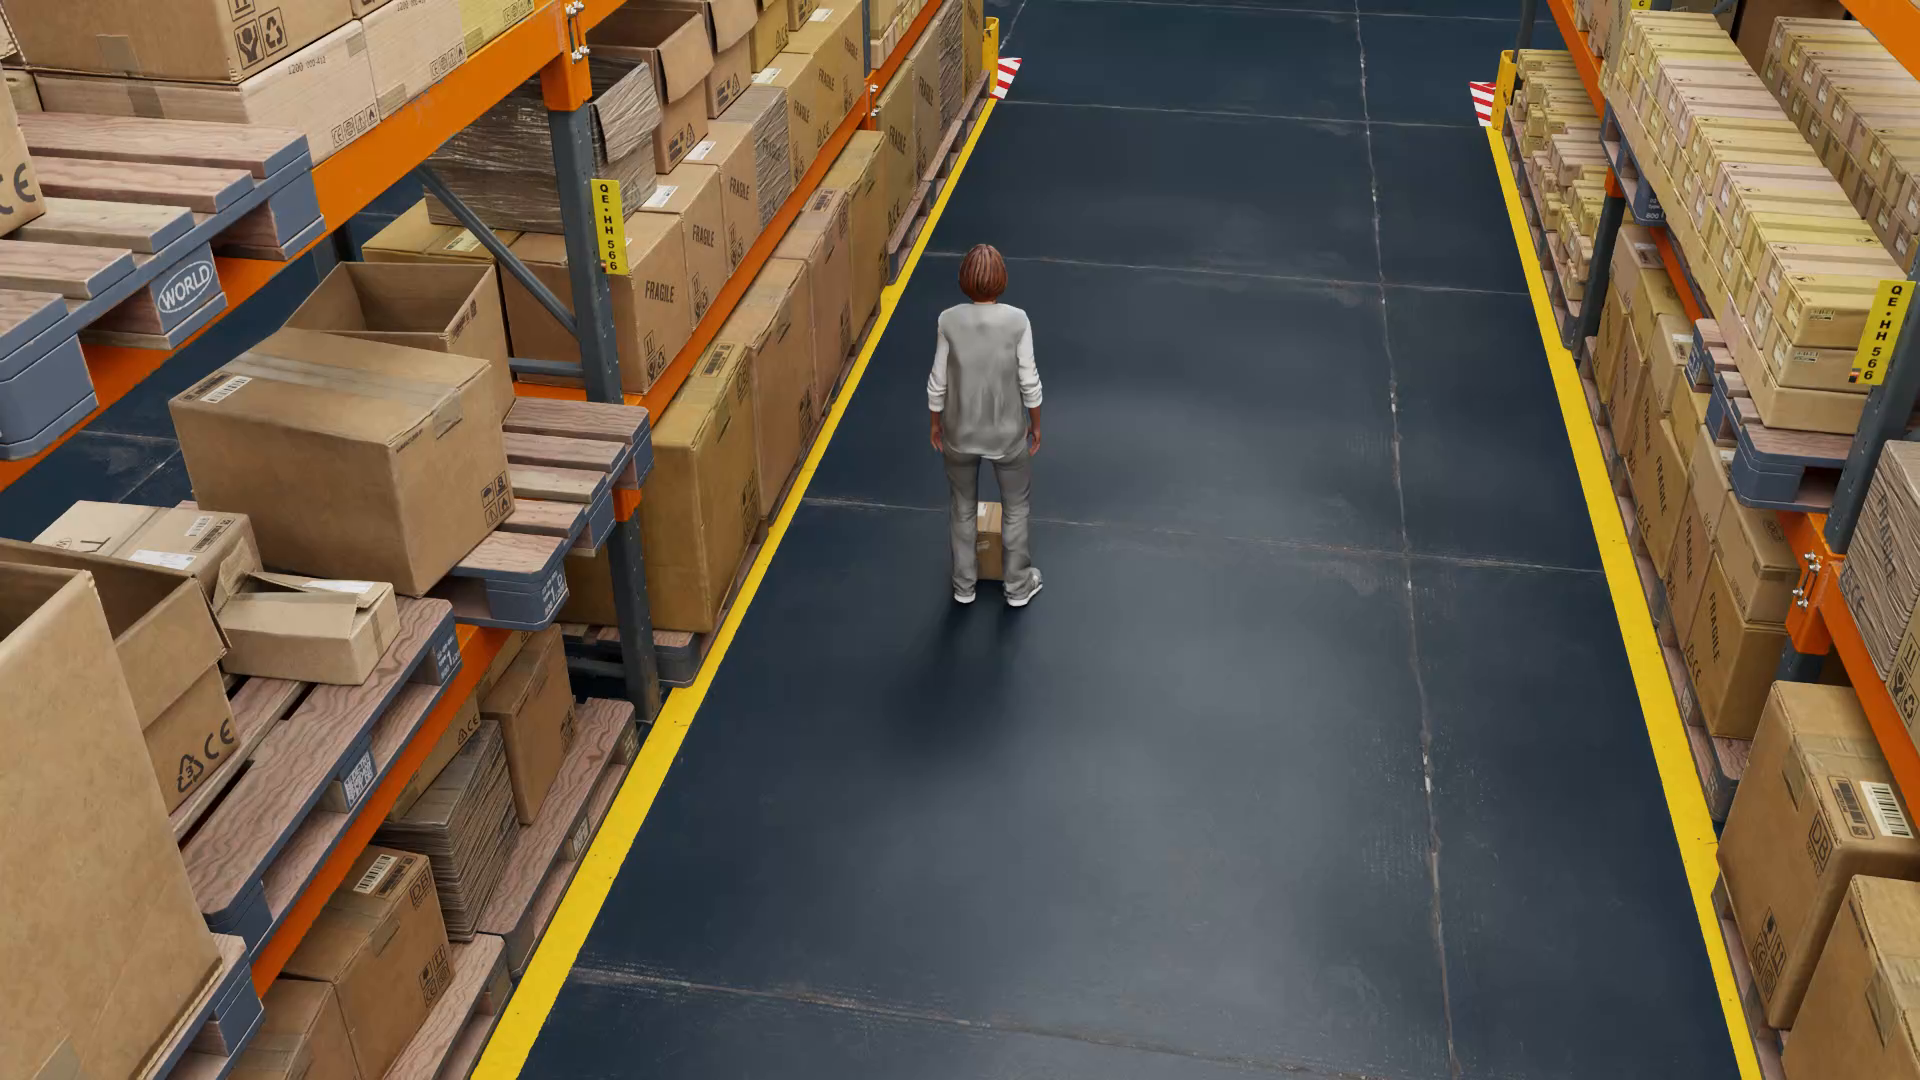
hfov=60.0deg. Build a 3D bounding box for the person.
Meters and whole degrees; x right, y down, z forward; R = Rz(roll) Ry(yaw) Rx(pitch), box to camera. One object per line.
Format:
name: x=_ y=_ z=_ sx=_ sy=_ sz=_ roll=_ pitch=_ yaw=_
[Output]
person: x=0.110 y=-0.434 z=6.820 sx=0.486 sy=1.594 sz=0.340 roll=4 pitch=33 yaw=6
